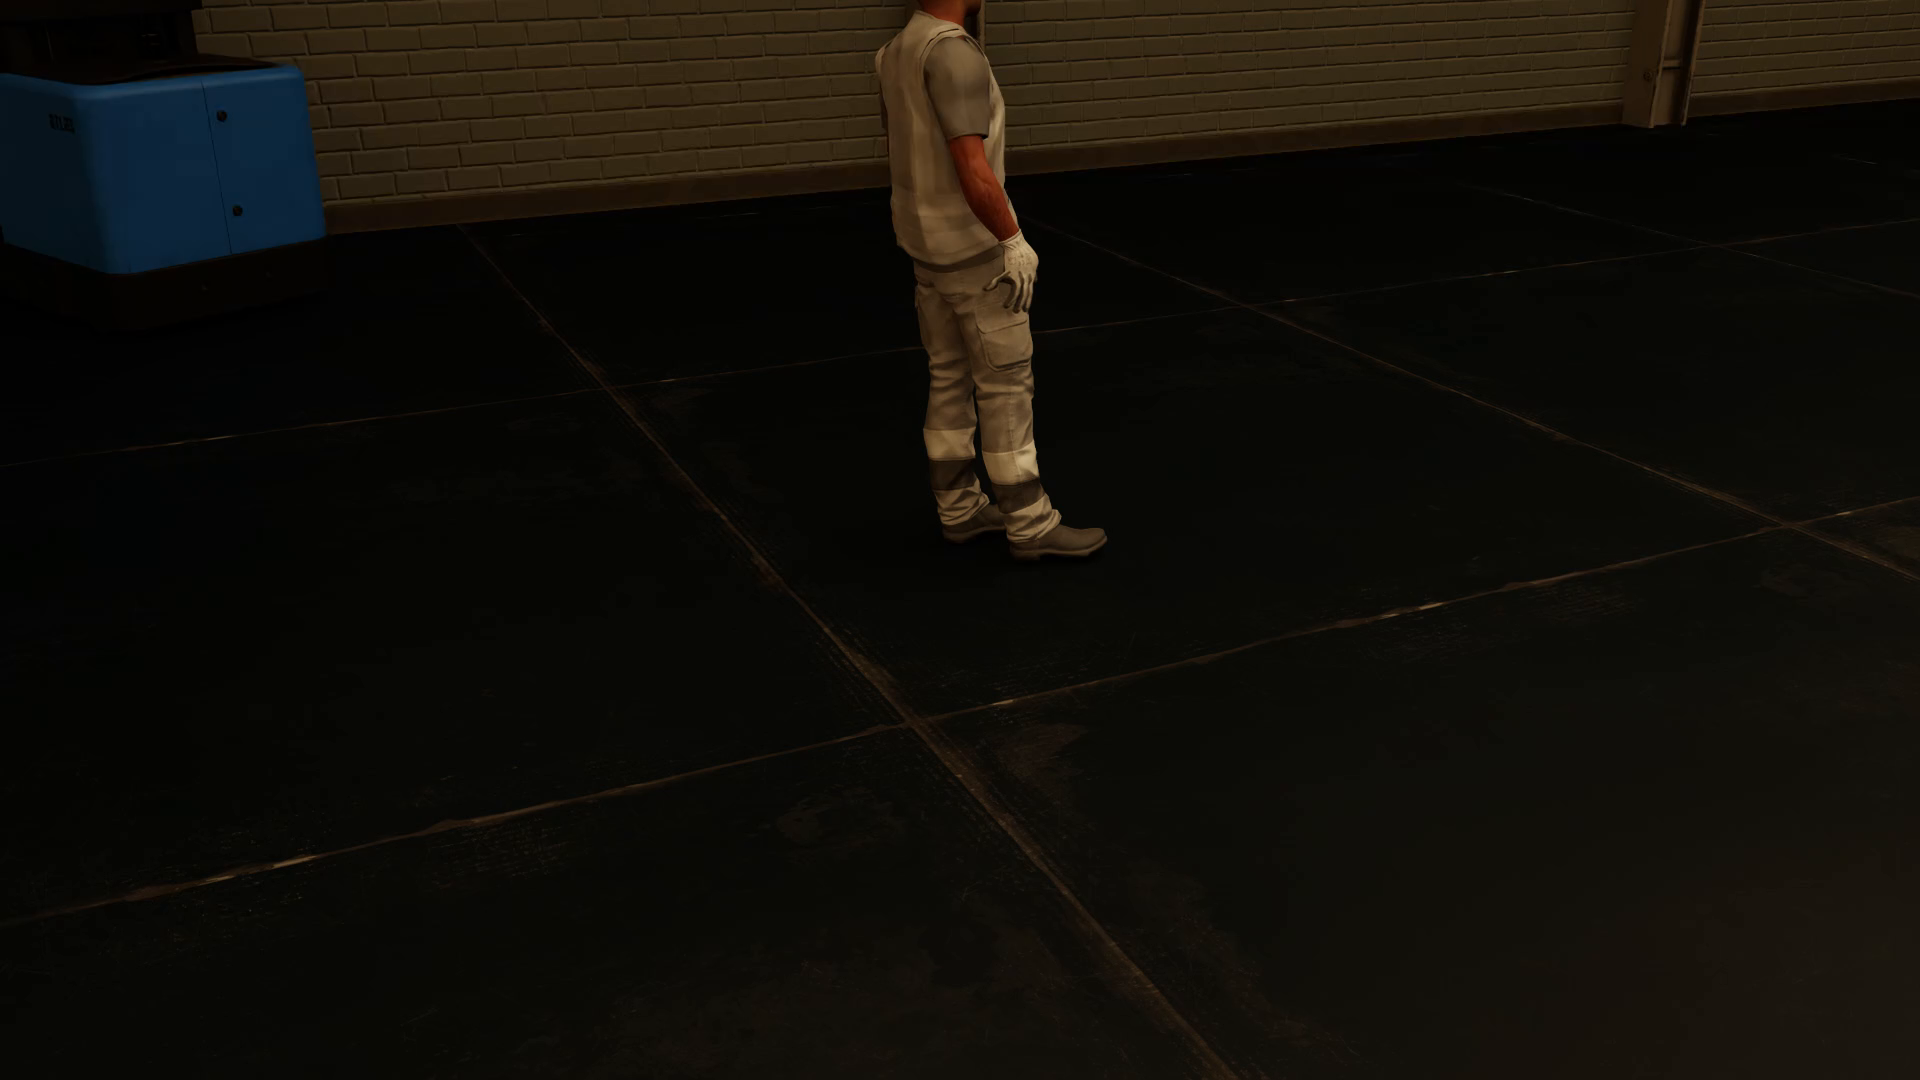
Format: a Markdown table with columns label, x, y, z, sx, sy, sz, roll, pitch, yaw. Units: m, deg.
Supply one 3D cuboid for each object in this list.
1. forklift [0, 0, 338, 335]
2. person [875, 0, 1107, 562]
| label | x | y | z | sx | sy | sz | roll | pitch | yaw |
| --- | --- | --- | --- | --- | --- | --- | --- | --- | --- |
| forklift | -4.369 | -2.678 | 7.733 | 3.031 | 2.935 | 1.130 | 17 | 28 | 35 |
| person | 0.078 | -0.842 | 4.782 | 0.562 | 1.790 | 0.637 | -10 | 25 | -23 |
